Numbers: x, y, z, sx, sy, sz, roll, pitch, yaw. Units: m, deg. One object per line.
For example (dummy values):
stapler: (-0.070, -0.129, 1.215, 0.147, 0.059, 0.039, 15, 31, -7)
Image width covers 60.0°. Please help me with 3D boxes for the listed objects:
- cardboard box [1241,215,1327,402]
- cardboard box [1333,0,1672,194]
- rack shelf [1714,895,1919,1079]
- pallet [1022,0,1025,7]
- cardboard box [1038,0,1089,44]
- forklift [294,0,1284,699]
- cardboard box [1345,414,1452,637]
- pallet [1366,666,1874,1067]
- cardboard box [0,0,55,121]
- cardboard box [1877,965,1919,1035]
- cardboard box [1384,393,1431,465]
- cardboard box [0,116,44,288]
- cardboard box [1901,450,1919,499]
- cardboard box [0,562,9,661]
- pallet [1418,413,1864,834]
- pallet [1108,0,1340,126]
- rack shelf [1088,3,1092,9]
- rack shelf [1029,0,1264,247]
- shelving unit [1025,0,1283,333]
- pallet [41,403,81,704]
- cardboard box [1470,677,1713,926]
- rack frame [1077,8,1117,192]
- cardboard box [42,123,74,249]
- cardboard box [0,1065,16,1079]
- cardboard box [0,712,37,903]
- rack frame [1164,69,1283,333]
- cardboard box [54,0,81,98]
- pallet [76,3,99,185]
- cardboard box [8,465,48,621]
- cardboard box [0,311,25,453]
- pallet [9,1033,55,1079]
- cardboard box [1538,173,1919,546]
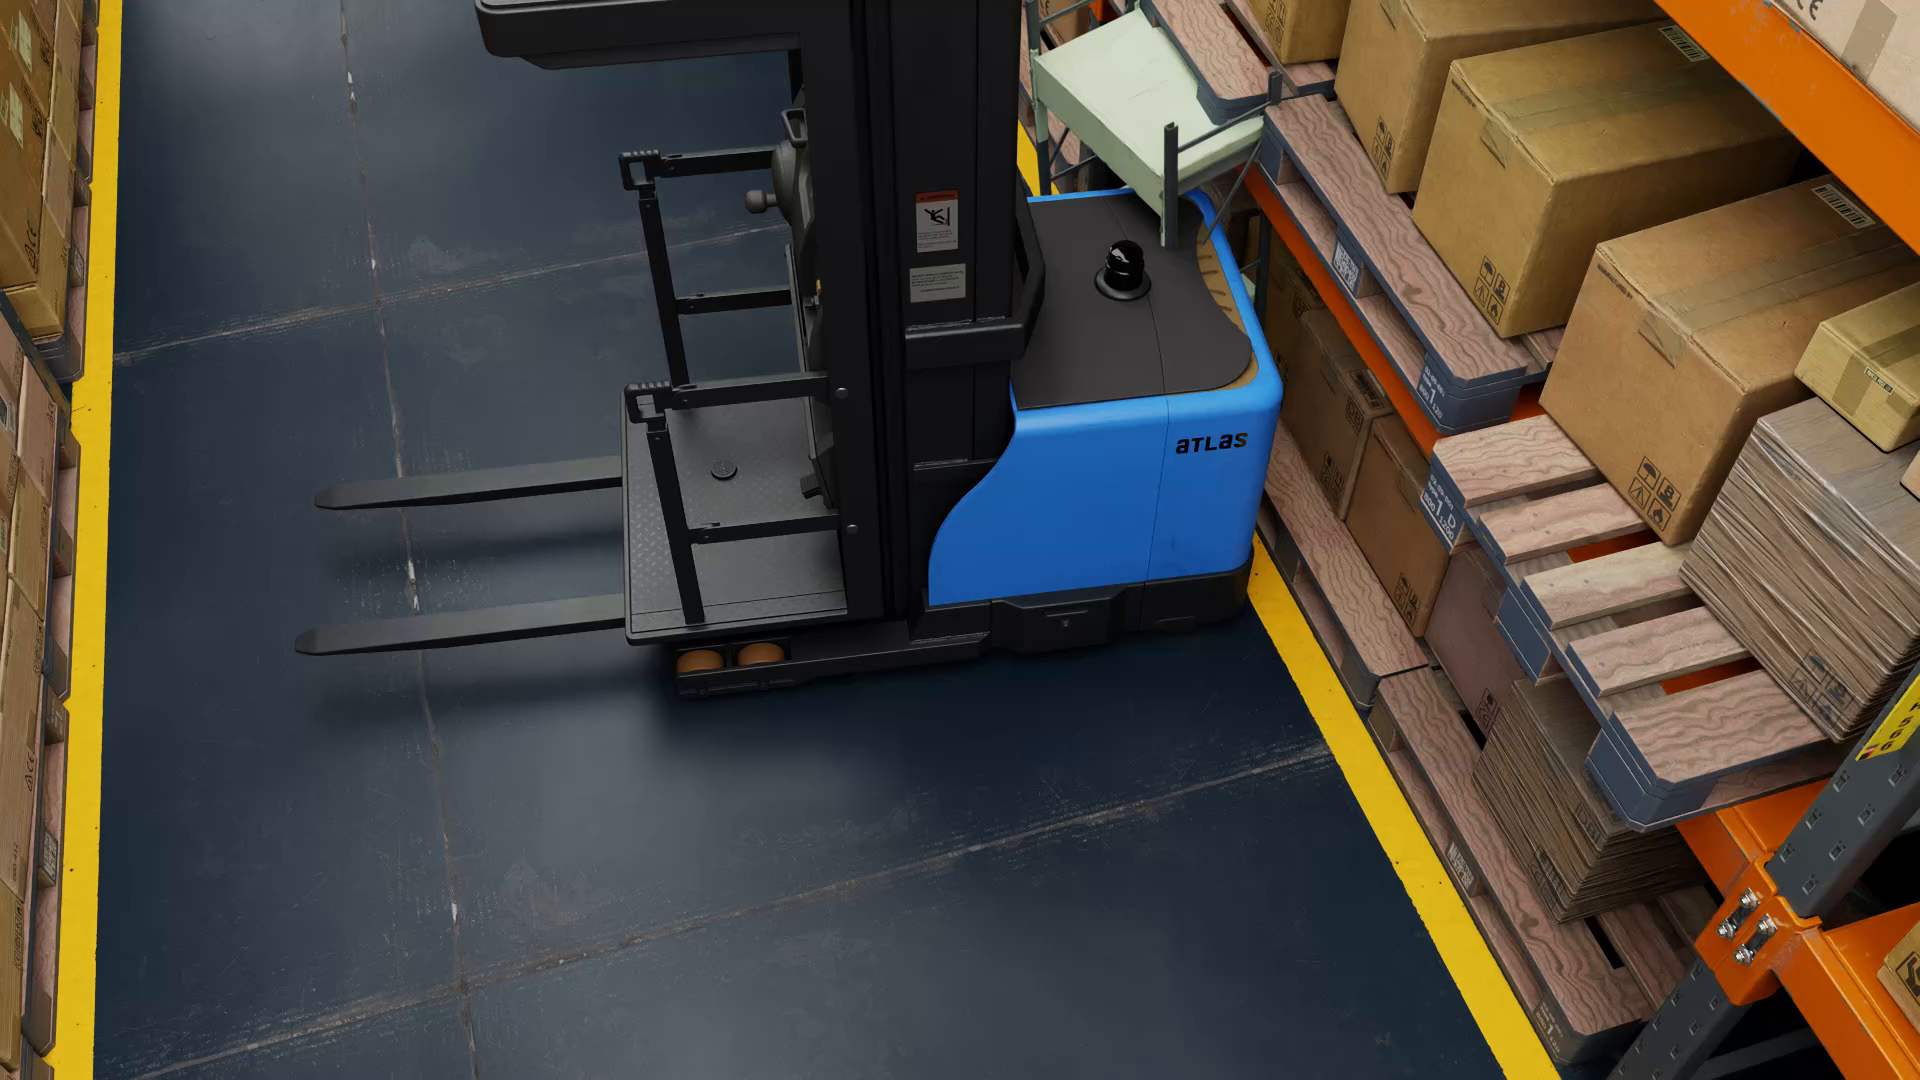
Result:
cardboard box: (1.411, -0.862, 5.862, 0.700, 0.500, 0.500, -14, 51, -12)
cardboard box: (1.477, -1.337, 4.562, 0.700, 0.500, 0.500, -7, 50, -6)
rack shelf: (2.751, 2.188, 2.414, 1.077, 0.370, 4.000, -13, 51, -11)
pallet: (0.380, -2.902, 8.059, 1.003, 0.211, 1.213, -13, 51, -11)
cardboard box: (0.631, -2.511, 7.252, 0.500, 0.500, 0.500, -17, 52, -14)
forklift: (-0.619, -0.875, 4.571, 3.031, 2.935, 1.130, -6, 50, -5)
cardboard box: (1.681, -0.114, 5.231, 0.700, 0.500, 0.500, -14, 51, -11)
pallet: (1.930, 0.823, 4.918, 1.003, 0.211, 1.213, -13, 51, -11)
cardboard box: (-3.889, -1.934, 6.452, 0.500, 0.500, 0.500, -13, 51, -11)
cardboard box: (2.035, 0.863, 3.212, 0.380, 0.149, 0.250, -14, 51, -12)
cardboard box: (1.631, -0.401, 4.983, 0.500, 0.250, 0.500, -14, 51, -11)
cardboard box: (-3.593, -1.203, 5.836, 0.500, 0.500, 0.500, -13, 51, -11)
cardboard box: (2.029, -0.133, 3.123, 0.380, 0.149, 0.250, -19, 53, -16)
cardboard box: (-3.056, 0.242, 4.741, 0.500, 0.311, 0.500, -13, 51, -11)
pallet: (1.847, 0.061, 3.862, 1.213, 0.211, 1.003, -13, 51, -11)
pallet: (1.063, -1.773, 5.408, 1.003, 0.211, 1.213, -13, 51, -11)
rack shelf: (0.385, -3.655, 7.340, 1.077, 0.370, 4.000, -13, 51, -11)
rack shelf: (0.597, -1.287, 5.215, 0.431, 0.370, 0.720, -29, 56, -14)
shelving unit: (0.636, -1.061, 5.531, 0.431, 1.500, 0.755, -29, 56, -14)
pallet: (-3.499, 0.125, 5.507, 1.003, 0.211, 1.213, -13, 51, -11)
cardboard box: (1.897, 0.645, 4.591, 0.700, 0.500, 0.500, -13, 51, -10)
rack frame: (0.976, -2.426, 5.833, 1.000, 3.000, 0.127, -13, 51, -11)
cardboard box: (-3.745, -1.326, 6.430, 0.500, 0.250, 0.500, -13, 51, -11)
cardboard box: (-2.596, 1.553, 4.002, 0.500, 0.250, 0.500, -15, 51, -12)
cardboard box: (-2.906, 0.800, 4.637, 0.500, 0.250, 0.500, -12, 51, -10)
rack frame: (0.824, -0.817, 5.333, 0.400, 1.500, 0.023, -29, 56, -14)
cardboard box: (-4.042, -2.056, 7.045, 0.500, 0.250, 0.500, -13, 51, -11)
pallet: (-4.314, -1.887, 7.203, 1.003, 0.211, 1.213, -13, 51, -11)
cardboard box: (-3.207, 0.055, 5.266, 0.500, 0.250, 0.500, -14, 51, -12)
cardboard box: (-3.361, -0.502, 5.368, 0.500, 0.311, 0.500, -13, 51, -11)
pallet: (-2.778, 1.907, 4.004, 1.003, 0.211, 1.213, -13, 51, -11)
cardboard box: (1.820, -0.422, 3.790, 0.700, 0.500, 0.500, -18, 52, -14)
